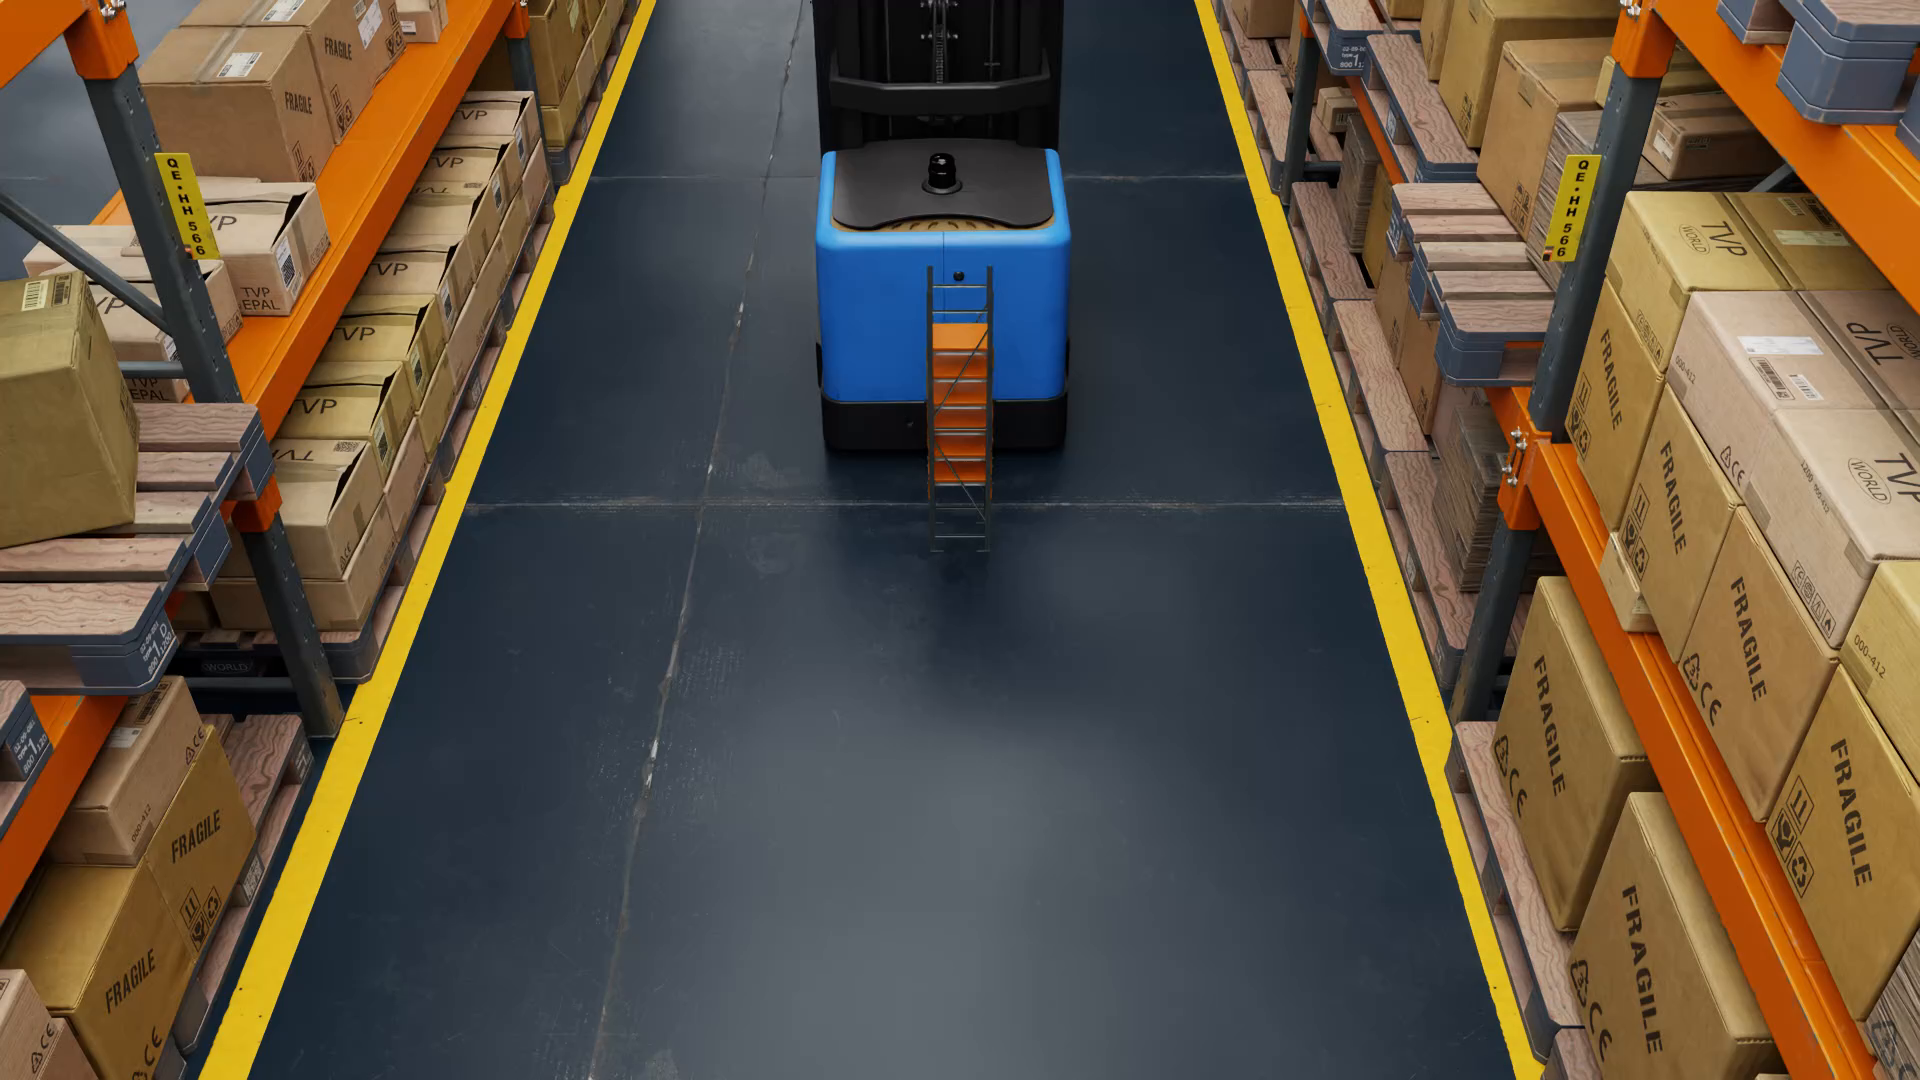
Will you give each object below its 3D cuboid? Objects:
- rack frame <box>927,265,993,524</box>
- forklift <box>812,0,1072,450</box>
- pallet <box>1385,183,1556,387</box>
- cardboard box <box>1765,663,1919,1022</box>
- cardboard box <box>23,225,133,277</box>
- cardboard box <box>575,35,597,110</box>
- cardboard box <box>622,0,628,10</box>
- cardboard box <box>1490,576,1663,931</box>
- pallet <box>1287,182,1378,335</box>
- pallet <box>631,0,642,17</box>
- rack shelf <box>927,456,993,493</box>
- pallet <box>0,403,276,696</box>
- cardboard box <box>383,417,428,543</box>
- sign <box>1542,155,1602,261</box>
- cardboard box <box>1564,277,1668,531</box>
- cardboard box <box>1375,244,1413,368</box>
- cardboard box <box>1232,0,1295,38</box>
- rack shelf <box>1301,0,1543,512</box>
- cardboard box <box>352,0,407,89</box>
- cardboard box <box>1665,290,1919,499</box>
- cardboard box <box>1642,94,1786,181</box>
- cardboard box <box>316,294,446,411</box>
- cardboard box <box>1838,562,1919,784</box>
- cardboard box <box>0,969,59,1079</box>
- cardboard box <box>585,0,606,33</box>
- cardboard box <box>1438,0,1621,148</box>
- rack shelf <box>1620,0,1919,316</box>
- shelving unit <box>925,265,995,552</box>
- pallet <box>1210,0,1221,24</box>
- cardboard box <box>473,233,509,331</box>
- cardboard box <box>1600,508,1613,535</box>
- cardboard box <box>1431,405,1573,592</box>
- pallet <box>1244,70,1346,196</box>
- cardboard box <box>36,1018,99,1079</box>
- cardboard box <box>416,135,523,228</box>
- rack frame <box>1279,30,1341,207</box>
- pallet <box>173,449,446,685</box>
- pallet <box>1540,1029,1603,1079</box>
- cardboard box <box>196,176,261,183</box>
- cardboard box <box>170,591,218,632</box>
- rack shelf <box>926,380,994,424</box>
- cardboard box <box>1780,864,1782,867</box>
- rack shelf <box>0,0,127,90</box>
[{"bbox_3d":[0.000,-0.534,6.457,0.240,1.200,0.006,0,39,0],"label":"rack frame"},{"bbox_3d":[-0.100,-2.426,7.433,1.130,2.935,3.031,-1,39,-1],"label":"forklift"},{"bbox_3d":[2.144,-0.879,5.601,1.213,0.211,1.003,0,39,0],"label":"pallet"},{"bbox_3d":[1.995,0.596,3.273,0.500,0.500,0.500,1,39,1],"label":"cardboard box"},{"bbox_3d":[-2.980,-0.966,5.758,0.380,0.149,0.250,0,39,0],"label":"cardboard box"},{"bbox_3d":[-2.400,-2.697,9.580,0.500,0.250,0.500,0,39,0],"label":"cardboard box"},{"bbox_3d":[-2.401,-3.635,10.751,0.500,0.250,0.500,0,39,0],"label":"cardboard box"},{"bbox_3d":[2.121,0.627,4.952,0.750,0.750,0.750,-1,39,-1],"label":"cardboard box"},{"bbox_3d":[2.249,-1.434,8.371,1.003,0.211,1.213,0,39,0],"label":"pallet"},{"bbox_3d":[-2.669,-3.939,11.496,1.003,0.211,1.213,0,39,0],"label":"pallet"},{"bbox_3d":[0.000,-0.255,6.564,0.258,0.103,0.180,0,39,0],"label":"rack shelf"},{"bbox_3d":[-2.632,-0.003,4.509,1.213,0.211,1.003,0,39,0],"label":"pallet"},{"bbox_3d":[-2.411,-0.235,6.508,0.500,0.250,0.500,-1,39,-1],"label":"cardboard box"},{"bbox_3d":[1.708,-0.923,4.640,0.100,0.325,0.005,0,39,0],"label":"sign"},{"bbox_3d":[1.996,-0.367,4.475,0.500,0.500,0.500,1,39,1],"label":"cardboard box"},{"bbox_3d":[2.275,-1.103,7.375,0.700,0.500,0.500,0,39,0],"label":"cardboard box"},{"bbox_3d":[2.104,-3.459,10.315,0.700,0.500,0.500,-2,39,-3],"label":"cardboard box"},{"bbox_3d":[2.249,-1.478,6.771,1.077,0.370,4.000,0,39,0],"label":"rack shelf"},{"bbox_3d":[-2.722,-2.233,7.058,0.500,0.500,0.500,3,39,3],"label":"cardboard box"},{"bbox_3d":[1.995,-0.343,3.846,0.500,0.250,0.500,-1,39,-1],"label":"cardboard box"},{"bbox_3d":[2.220,-1.188,4.883,0.380,0.149,0.250,-5,39,-6],"label":"cardboard box"},{"bbox_3d":[-2.417,-0.787,6.748,0.500,0.311,0.500,-1,39,-1],"label":"cardboard box"},{"bbox_3d":[2.006,0.289,3.058,0.500,0.250,0.500,-1,39,-1],"label":"cardboard box"},{"bbox_3d":[-2.457,1.269,3.816,0.500,0.250,0.500,-1,39,-1],"label":"cardboard box"},{"bbox_3d":[-2.396,-3.303,9.736,0.500,0.500,0.500,0,39,0],"label":"cardboard box"},{"bbox_3d":[2.217,-1.792,6.155,0.700,0.500,0.500,0,39,0],"label":"cardboard box"},{"bbox_3d":[2.253,-0.147,2.712,1.077,0.370,4.000,0,39,0],"label":"rack shelf"},{"bbox_3d":[0.000,-0.477,6.386,0.258,1.200,0.189,0,39,0],"label":"shelving unit"},{"bbox_3d":[2.207,-3.867,11.407,1.003,0.211,1.213,0,39,0],"label":"pallet"},{"bbox_3d":[-2.417,-1.199,7.711,0.500,0.250,0.500,1,39,1],"label":"cardboard box"},{"bbox_3d":[2.011,-0.054,4.604,0.380,0.149,0.250,0,39,1],"label":"cardboard box"},{"bbox_3d":[2.198,-0.155,6.191,0.700,0.500,0.500,0,39,1],"label":"cardboard box"},{"bbox_3d":[2.210,-2.341,9.503,1.003,0.211,1.213,0,39,0],"label":"pallet"},{"bbox_3d":[-2.460,1.538,4.079,0.500,0.500,0.500,-1,39,-2],"label":"cardboard box"},{"bbox_3d":[-2.413,-1.735,7.931,0.500,0.311,0.500,1,39,1],"label":"cardboard box"},{"bbox_3d":[2.246,-3.009,8.107,1.000,3.000,0.127,0,39,0],"label":"rack frame"},{"bbox_3d":[-2.665,0.071,6.492,1.003,0.211,1.213,0,39,0],"label":"pallet"},{"bbox_3d":[2.175,1.834,4.292,1.003,0.211,1.213,0,39,0],"label":"pallet"},{"bbox_3d":[-2.761,-1.202,6.052,0.380,0.149,0.250,3,39,3],"label":"cardboard box"},{"bbox_3d":[-2.947,0.078,6.117,0.500,0.250,0.500,1,39,1],"label":"cardboard box"},{"bbox_3d":[0.000,-0.536,6.339,0.258,0.103,0.180,0,39,0],"label":"rack shelf"},{"bbox_3d":[2.032,0.747,3.604,0.380,0.149,0.250,0,39,0],"label":"cardboard box"},{"bbox_3d":[-2.701,-0.141,2.704,1.077,0.370,4.000,0,39,0],"label":"rack shelf"}]
